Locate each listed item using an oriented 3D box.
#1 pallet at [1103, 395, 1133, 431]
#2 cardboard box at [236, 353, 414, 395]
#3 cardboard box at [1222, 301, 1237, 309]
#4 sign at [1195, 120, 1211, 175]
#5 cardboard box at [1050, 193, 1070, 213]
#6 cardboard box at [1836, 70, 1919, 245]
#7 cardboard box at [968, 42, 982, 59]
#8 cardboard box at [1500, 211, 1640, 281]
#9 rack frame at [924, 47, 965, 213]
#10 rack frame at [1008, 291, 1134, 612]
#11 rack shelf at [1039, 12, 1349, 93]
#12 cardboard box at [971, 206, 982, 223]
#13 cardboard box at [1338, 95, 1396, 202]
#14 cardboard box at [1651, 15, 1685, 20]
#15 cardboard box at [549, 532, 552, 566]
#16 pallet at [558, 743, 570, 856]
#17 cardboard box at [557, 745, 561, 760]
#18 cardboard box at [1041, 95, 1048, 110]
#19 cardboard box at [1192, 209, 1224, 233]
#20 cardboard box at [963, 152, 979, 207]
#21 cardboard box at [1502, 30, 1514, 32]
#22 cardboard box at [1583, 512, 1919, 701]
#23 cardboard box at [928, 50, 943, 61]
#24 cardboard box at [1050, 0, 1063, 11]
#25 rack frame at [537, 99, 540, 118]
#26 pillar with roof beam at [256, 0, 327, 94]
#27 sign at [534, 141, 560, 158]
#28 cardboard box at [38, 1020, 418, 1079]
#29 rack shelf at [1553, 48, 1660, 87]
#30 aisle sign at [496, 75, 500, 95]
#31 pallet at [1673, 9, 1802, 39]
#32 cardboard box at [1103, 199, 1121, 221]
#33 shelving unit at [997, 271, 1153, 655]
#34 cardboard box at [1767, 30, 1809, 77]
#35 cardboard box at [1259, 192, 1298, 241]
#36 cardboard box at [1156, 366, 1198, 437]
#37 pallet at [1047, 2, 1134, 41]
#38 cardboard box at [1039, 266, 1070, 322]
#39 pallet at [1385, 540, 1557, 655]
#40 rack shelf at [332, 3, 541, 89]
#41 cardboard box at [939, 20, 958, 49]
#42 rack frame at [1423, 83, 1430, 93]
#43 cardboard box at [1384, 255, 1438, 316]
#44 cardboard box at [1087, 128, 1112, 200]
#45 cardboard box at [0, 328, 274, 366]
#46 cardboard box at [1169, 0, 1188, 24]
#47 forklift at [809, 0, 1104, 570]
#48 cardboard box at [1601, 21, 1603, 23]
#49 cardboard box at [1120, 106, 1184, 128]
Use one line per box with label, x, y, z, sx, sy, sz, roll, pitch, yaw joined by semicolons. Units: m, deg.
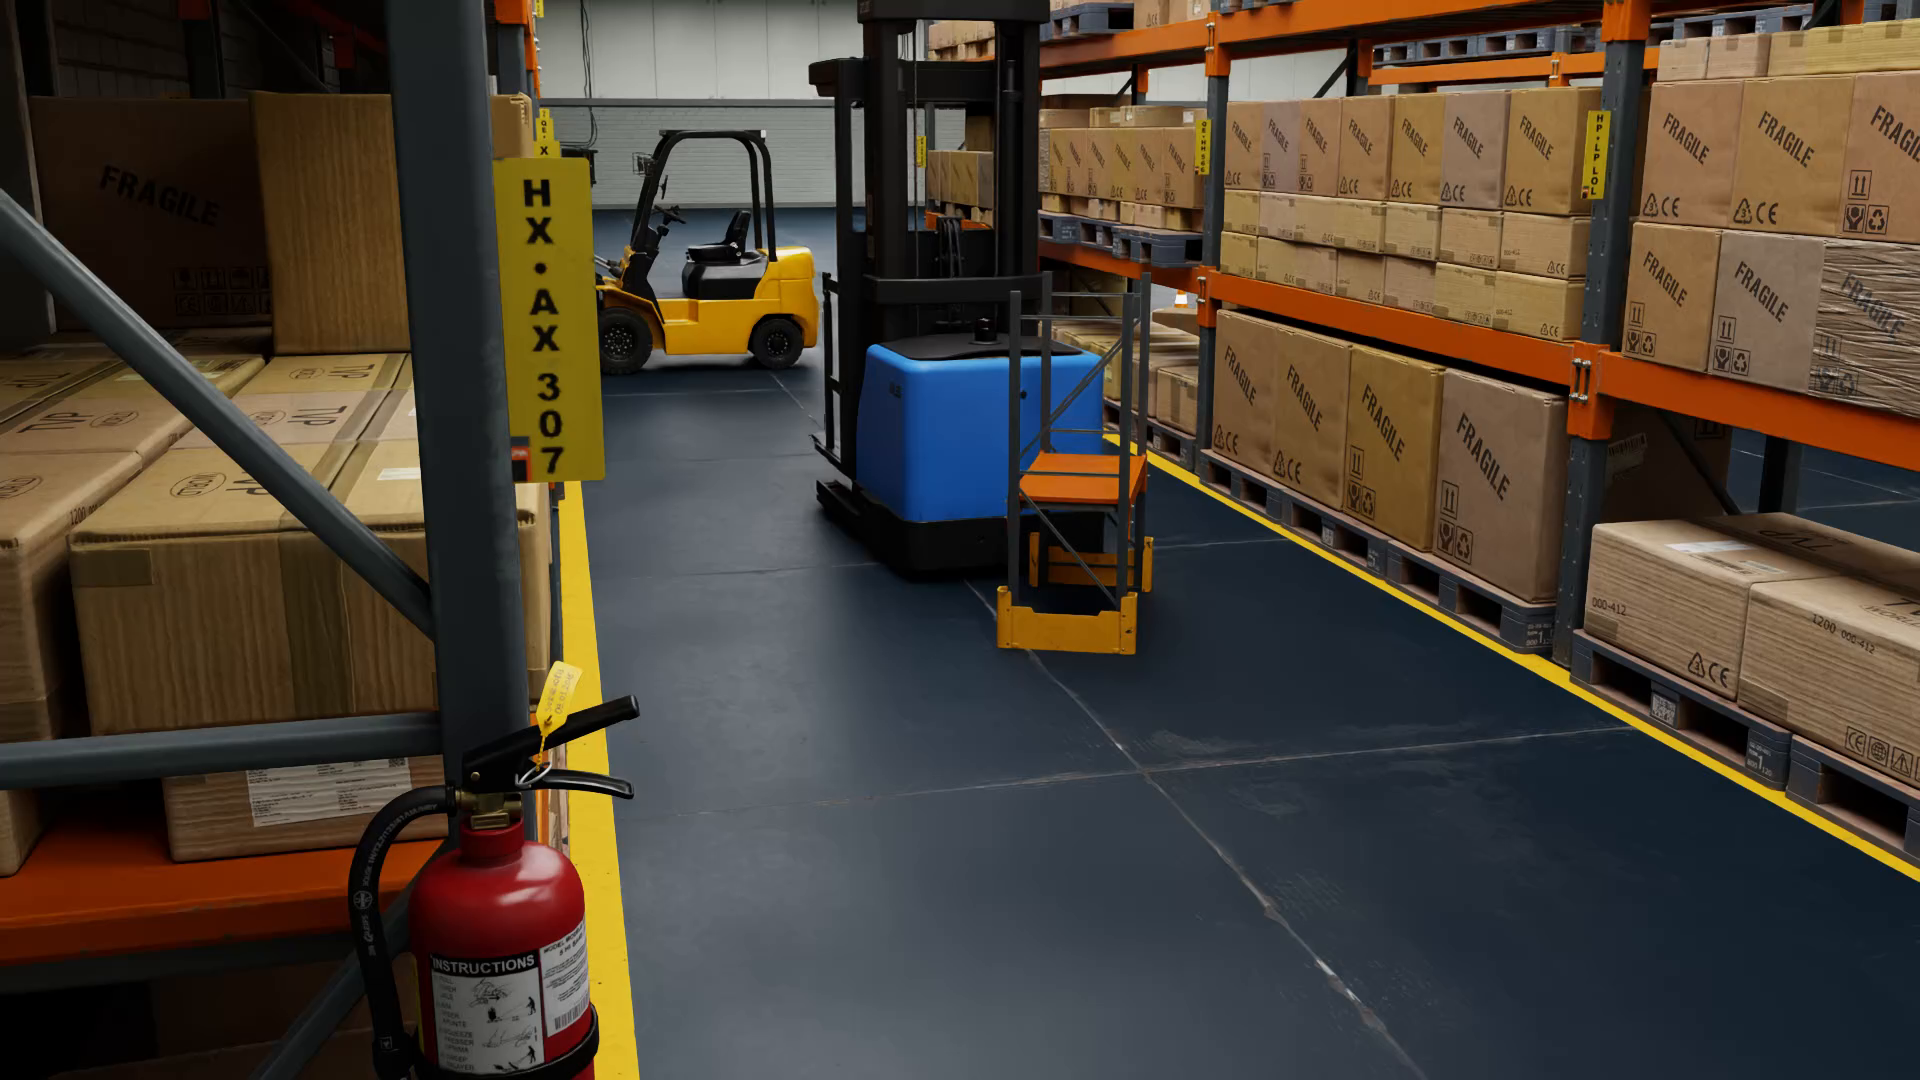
pallet;1.536;-0.997;12.564;1.003;0.211;1.213;-3;14;-13
cardboard box;-1.029;-0.192;3.081;0.500;0.250;0.500;-4;14;-14
cardboard box;2.996;-2.259;17.115;0.637;0.503;0.797;10;17;35
sign;1.476;-2.382;10.084;0.100;0.325;0.005;-3;14;-13
cardboard box;0.935;-2.692;13.270;0.380;0.149;0.250;-3;14;-12
cardboard box;3.039;-1.143;4.968;0.500;0.500;0.500;-3;14;-12
cardboard box;0.293;-4.620;15.727;0.380;0.149;0.250;-4;14;-15
cardboard box;2.601;-1.226;6.887;0.500;0.250;0.500;-3;14;-13
rack frame;0.122;-3.736;17.899;1.000;3.000;0.127;-3;14;-13
rack frame;0.450;-0.269;6.866;0.500;1.500;0.032;2;14;10
rack shelf;1.532;-3.460;11.963;1.077;0.370;4.000;-3;14;-13
cardboard box;0.322;-3.101;15.828;0.380;0.149;0.250;-3;14;-13
cardboard box;2.227;-1.947;8.258;0.500;0.500;0.500;-3;14;-12
cardboard box;5.852;-4.447;13.923;0.250;0.149;0.380;-3;14;-13
cardboard box;-1.009;-0.037;3.286;0.380;0.149;0.250;-4;14;-15
pallet;-1.723;0.823;5.114;1.003;0.211;1.213;-3;14;-13
cardboard box;-1.467;0.603;5.262;0.380;0.149;0.250;-4;14;-15
cardboard box;1.071;-3.725;14.909;0.700;0.500;0.500;-3;14;-13
cardboard box;1.696;-2.035;10.581;0.380;0.149;0.250;-3;14;-11
cardboard box;0.337;-3.451;15.894;0.500;0.500;0.500;-4;14;-14
cardboard box;5.332;-4.884;15.712;0.380;0.149;0.250;-3;14;-12
cardboard box;2.984;0.224;6.205;0.875;0.438;0.875;-3;14;-14
cardboard box;-0.115;-4.977;17.186;0.380;0.149;0.250;-3;14;-13
cardboard box;0.929;-4.128;12.612;0.500;0.250;0.500;-3;14;-14
rack frame;-4.702;-3.459;16.763;1.000;3.000;0.127;-3;14;-13
pillar with roof beam;0.180;-5.018;10.505;9.100;9.000;0.400;-3;14;-13
sign;-1.358;-1.143;5.460;0.100;0.325;0.005;-3;14;-13
cardboard box;-0.995;1.095;2.501;0.797;0.503;0.637;-4;14;-15
rack shelf;6.319;-3.759;13.188;1.077;0.370;4.000;-3;14;-13
aisle sign;-4.431;-4.753;16.584;0.394;0.787;0.004;-3;14;-13
pallet;6.321;-3.959;12.888;1.003;0.211;1.213;-3;14;-11
cardboard box;1.255;-2.388;12.026;0.380;0.149;0.250;-4;14;-15
shelving unit;0.538;-0.385;7.344;0.587;1.500;1.083;2;14;10
cardboard box;2.939;-1.615;5.533;0.380;0.149;0.250;-3;14;-14
cardboard box;2.001;-1.811;9.281;0.500;0.250;0.500;-3;14;-12
cardboard box;1.878;-0.949;11.143;0.950;0.372;0.625;-4;14;-17
pallet;1.350;-3.792;12.203;1.213;0.211;1.003;-3;14;-13
cardboard box;0.662;-2.167;14.807;0.500;0.500;0.500;-3;14;-14
pallet;2.686;0.213;7.610;1.003;0.211;1.213;-3;14;-13
rack shelf;-3.292;-3.182;10.827;1.077;0.370;4.000;-3;14;-13
cardboard box;0.090;-5.017;16.512;0.500;0.250;0.500;-3;14;-14
rack frame;4.910;-4.035;19.124;1.000;3.000;0.127;-3;14;-13
cardboard box;2.372;-1.219;7.914;0.500;0.250;0.500;-4;14;-15
cardboard box;1.245;-2.738;12.092;0.500;0.500;0.500;-4;14;-15
cardboard box;-1.664;-0.285;3.461;0.500;0.250;0.500;-3;14;-13
cardboard box;1.788;-3.616;10.875;0.700;0.500;0.500;-3;14;-13
forklift;-0.197;-1.580;9.220;1.130;2.935;3.031;-4;14;-16
cardboard box;5.749;-4.604;14.318;0.258;0.266;0.396;-4;14;-14
cardboard box;1.343;-2.964;11.652;0.380;0.149;0.250;-4;14;-16
